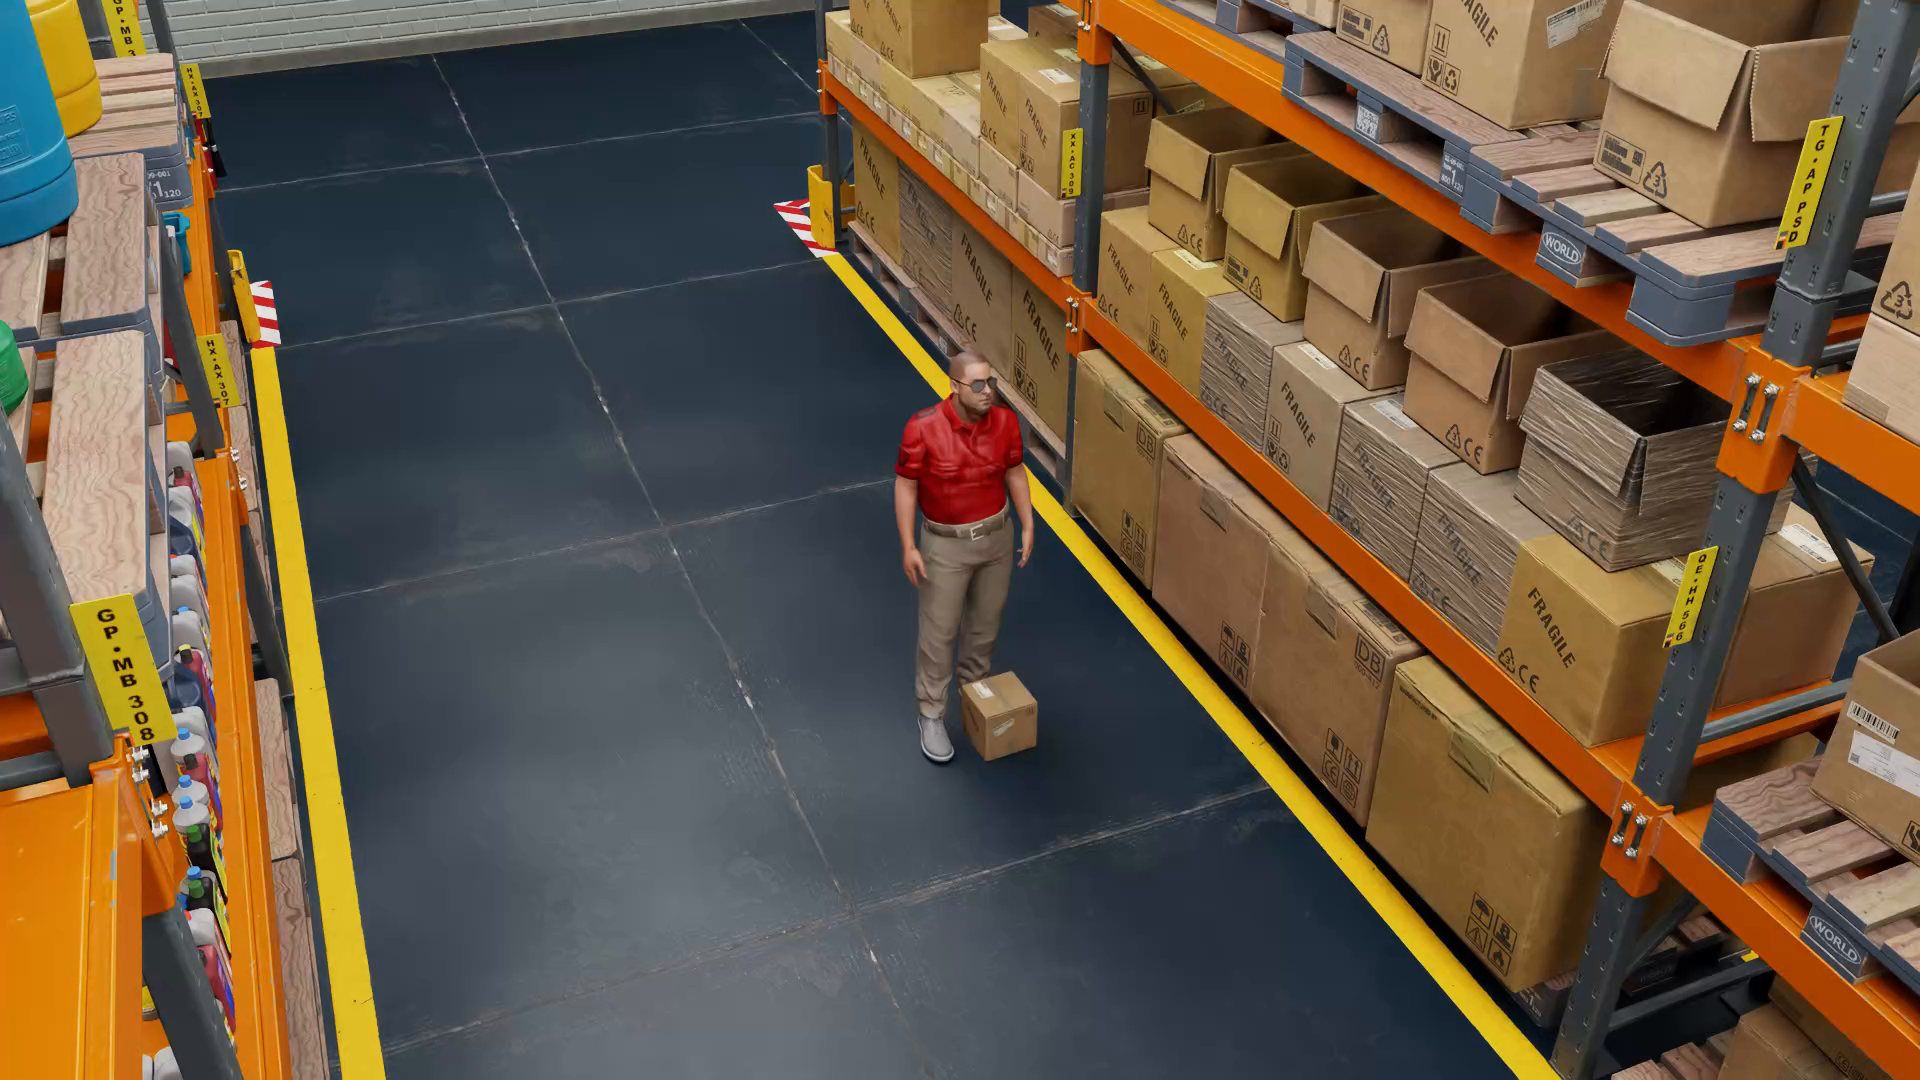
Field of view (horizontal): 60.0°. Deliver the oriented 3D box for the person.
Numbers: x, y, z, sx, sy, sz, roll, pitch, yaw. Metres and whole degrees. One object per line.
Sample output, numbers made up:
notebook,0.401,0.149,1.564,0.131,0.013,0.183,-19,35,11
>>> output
person,0.059,0.056,7.054,0.639,1.727,0.551,-14,36,-20
